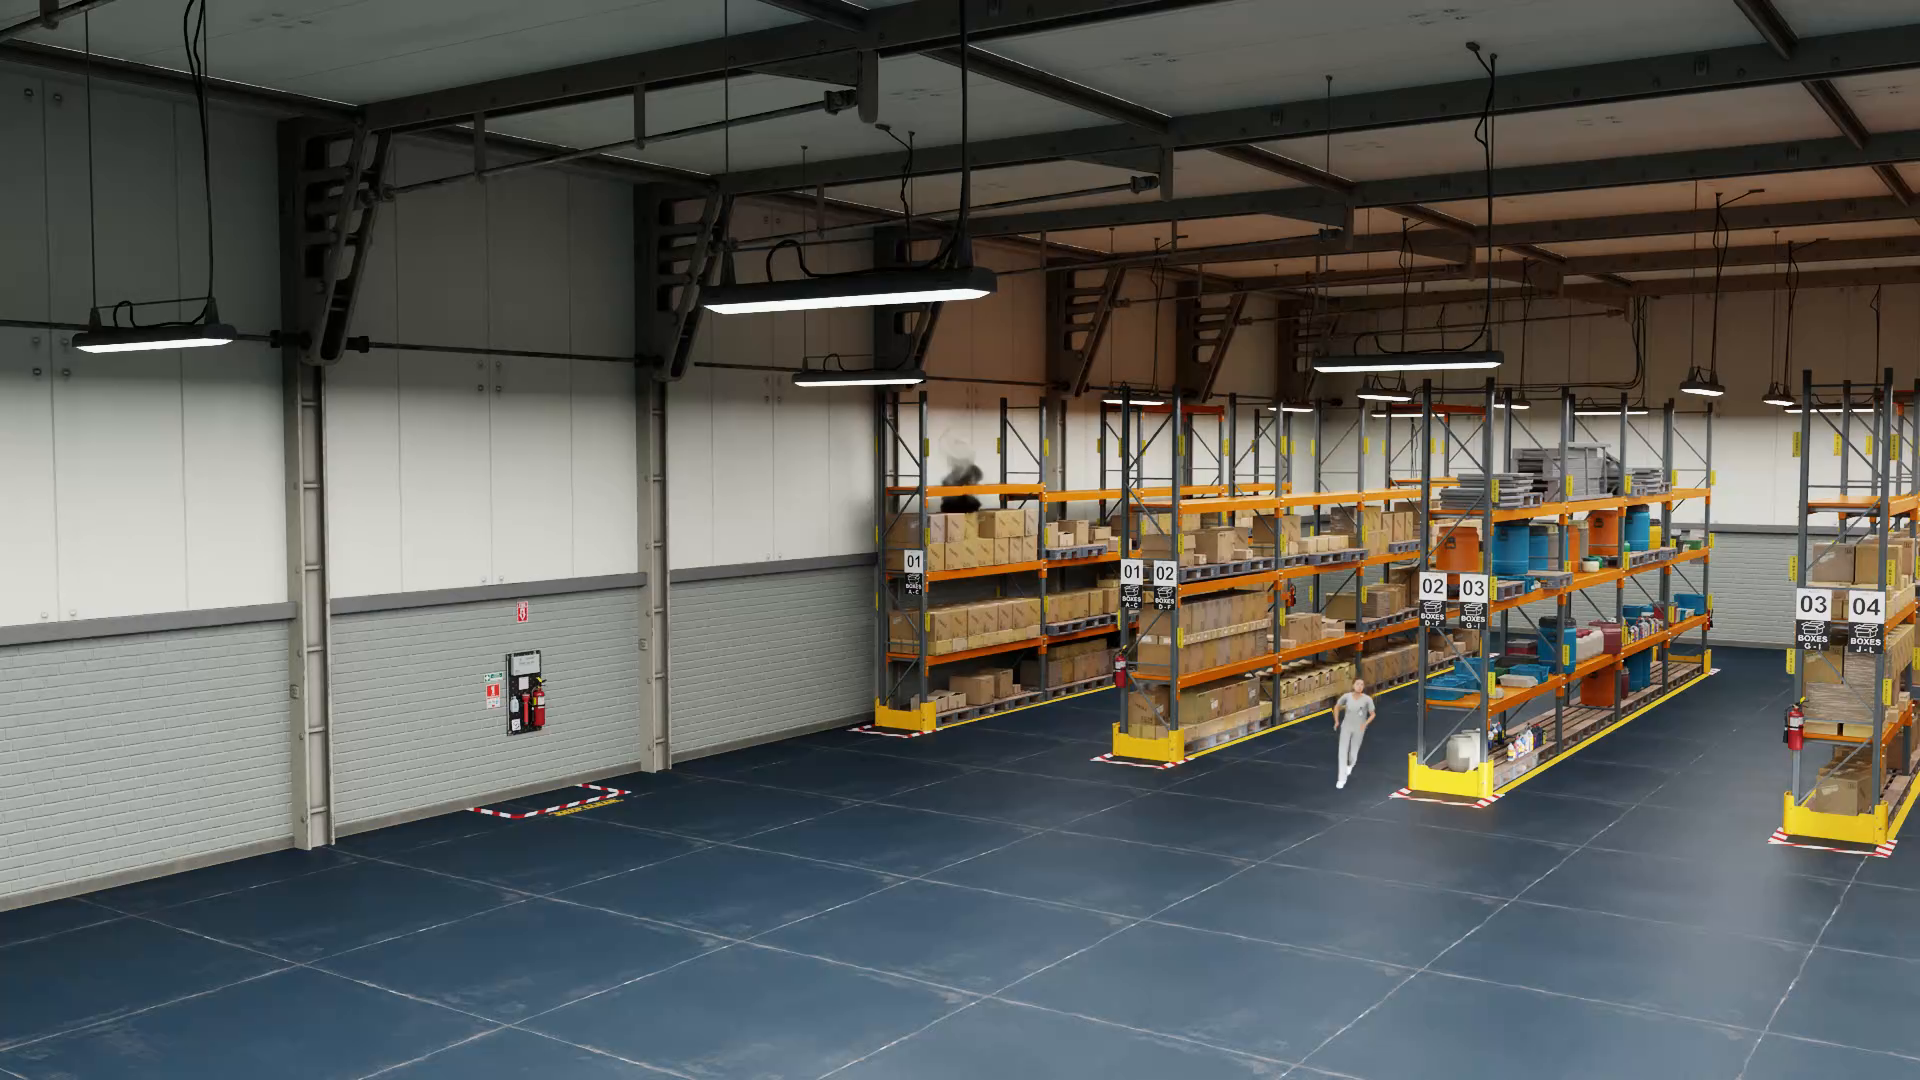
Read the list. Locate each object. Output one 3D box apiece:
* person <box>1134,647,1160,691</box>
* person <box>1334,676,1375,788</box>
[{"bbox_3d":[3.397,2.477,30.105,0.638,1.688,0.733,2,4,26],"label":"person"},{"bbox_3d":[5.858,2.833,24.710,0.605,1.642,0.736,1,3,17],"label":"person"}]
